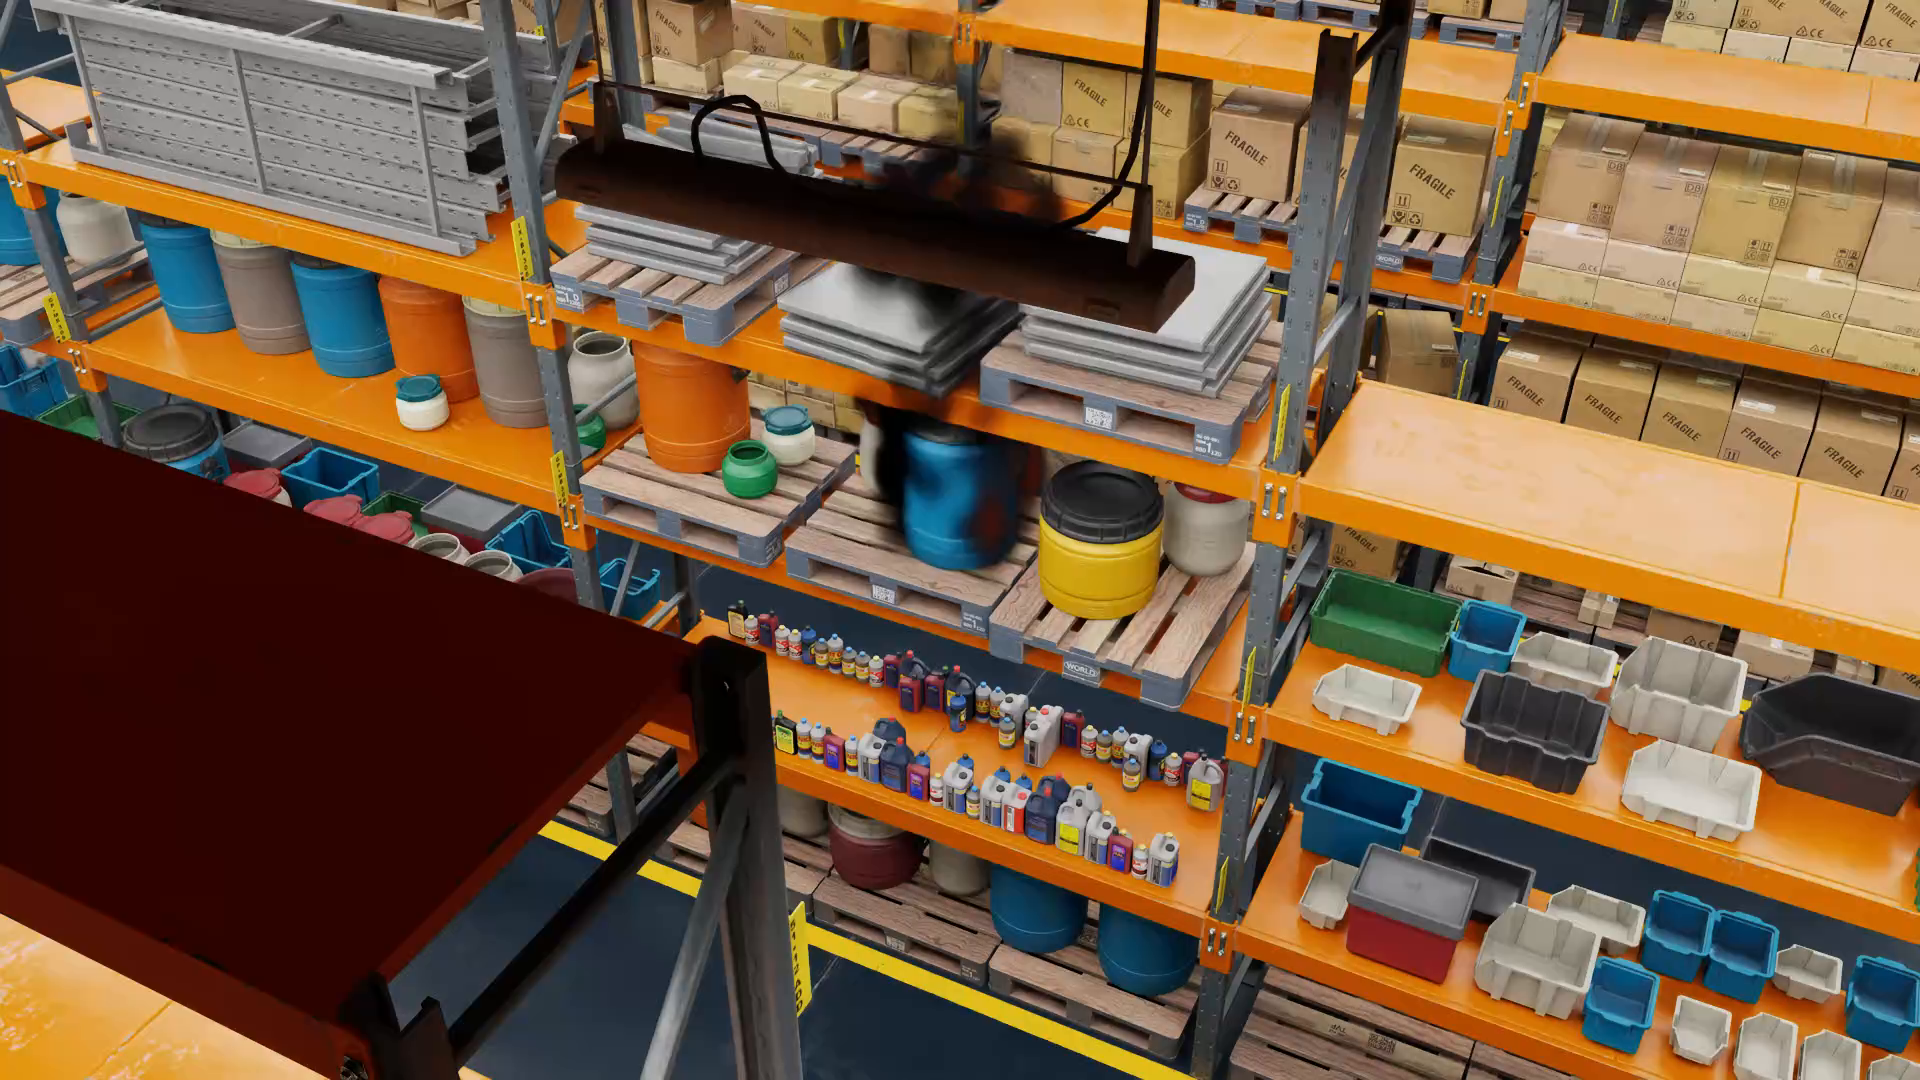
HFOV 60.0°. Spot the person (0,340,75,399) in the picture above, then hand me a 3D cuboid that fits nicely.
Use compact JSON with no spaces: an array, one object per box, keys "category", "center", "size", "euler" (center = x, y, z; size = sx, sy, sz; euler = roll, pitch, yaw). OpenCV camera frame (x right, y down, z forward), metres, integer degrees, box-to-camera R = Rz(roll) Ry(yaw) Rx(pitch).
[{"category":"person","center":[-8.209,-1.566,14.689],"size":[0.843,1.653,0.568],"euler":[4,35,5]}]
